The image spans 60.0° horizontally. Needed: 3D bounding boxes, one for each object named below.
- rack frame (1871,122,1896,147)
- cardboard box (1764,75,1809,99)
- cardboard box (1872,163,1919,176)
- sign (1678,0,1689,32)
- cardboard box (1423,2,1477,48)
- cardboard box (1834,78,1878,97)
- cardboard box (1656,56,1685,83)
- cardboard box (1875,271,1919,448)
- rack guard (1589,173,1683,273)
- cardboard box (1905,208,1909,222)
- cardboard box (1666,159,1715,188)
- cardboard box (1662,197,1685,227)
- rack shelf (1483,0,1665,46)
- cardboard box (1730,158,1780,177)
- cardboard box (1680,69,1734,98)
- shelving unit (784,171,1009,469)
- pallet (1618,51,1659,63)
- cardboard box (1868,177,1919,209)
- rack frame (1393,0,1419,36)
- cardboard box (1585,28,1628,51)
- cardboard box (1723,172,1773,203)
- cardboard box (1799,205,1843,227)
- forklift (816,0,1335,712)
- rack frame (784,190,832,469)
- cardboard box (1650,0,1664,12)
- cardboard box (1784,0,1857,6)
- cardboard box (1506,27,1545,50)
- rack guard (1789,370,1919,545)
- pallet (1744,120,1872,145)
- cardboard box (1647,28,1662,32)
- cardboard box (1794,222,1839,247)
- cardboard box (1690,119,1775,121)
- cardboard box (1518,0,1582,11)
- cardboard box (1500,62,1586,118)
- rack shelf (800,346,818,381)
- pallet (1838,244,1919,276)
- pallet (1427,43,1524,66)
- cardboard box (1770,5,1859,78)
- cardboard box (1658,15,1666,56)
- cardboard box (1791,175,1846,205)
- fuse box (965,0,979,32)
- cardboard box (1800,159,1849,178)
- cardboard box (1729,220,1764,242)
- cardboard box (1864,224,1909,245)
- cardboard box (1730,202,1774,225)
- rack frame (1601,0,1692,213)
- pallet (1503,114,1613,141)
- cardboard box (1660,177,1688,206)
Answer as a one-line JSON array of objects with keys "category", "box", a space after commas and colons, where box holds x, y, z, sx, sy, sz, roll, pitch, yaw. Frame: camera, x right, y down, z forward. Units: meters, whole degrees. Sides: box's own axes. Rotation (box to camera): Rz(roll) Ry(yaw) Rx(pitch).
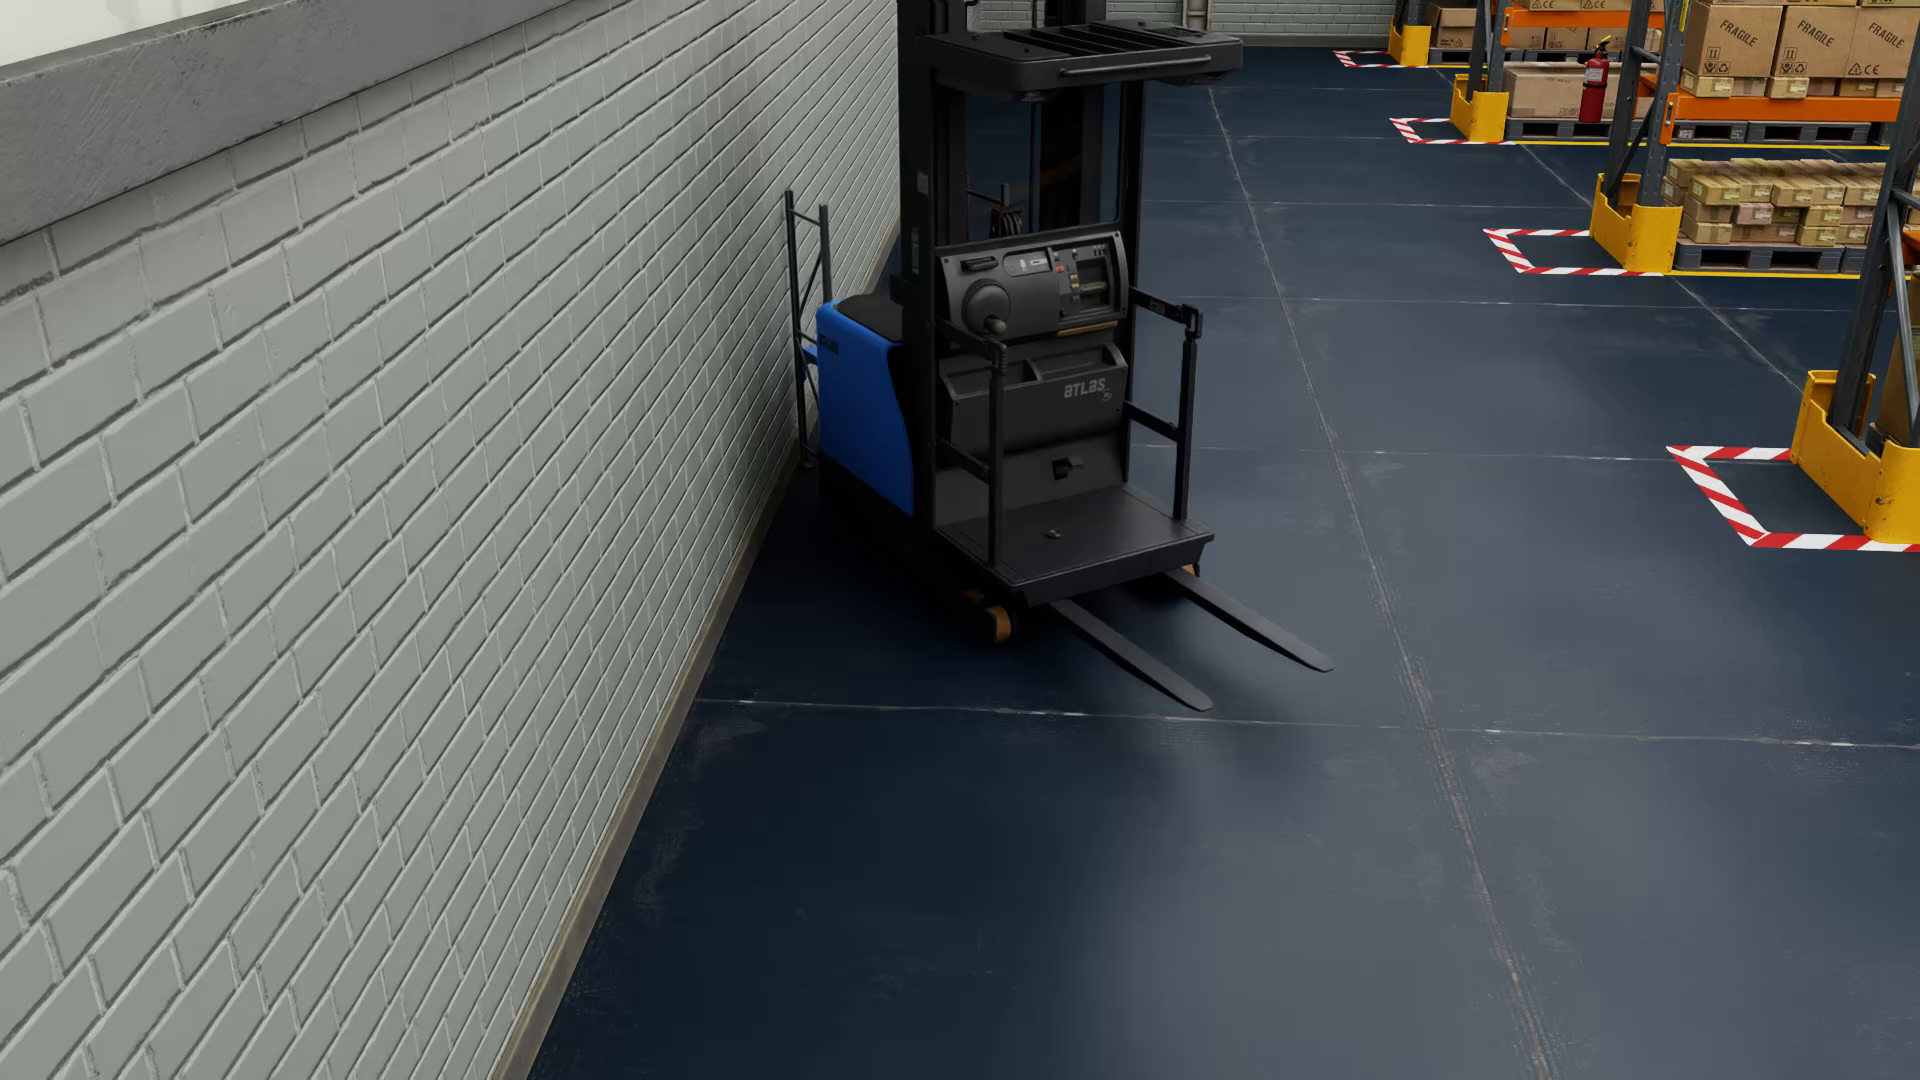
[{"category": "rack frame", "box": [9.502, -5.587, 16.804, 0.127, 3.000, 1.000, 2, 25, 4]}, {"category": "cardboard box", "box": [6.054, -3.366, 12.277, 0.250, 0.149, 0.380, 1, 25, 2]}, {"category": "cardboard box", "box": [7.340, -2.845, 13.040, 0.250, 0.149, 0.380, 2, 25, 4]}, {"category": "sign", "box": [5.194, -3.816, 11.919, 0.005, 0.325, 0.100, 2, 25, 4]}, {"category": "cardboard box", "box": [6.492, -6.782, 21.884, 0.637, 0.503, 0.797, 1, 25, 2]}, {"category": "cardboard box", "box": [6.592, -3.396, 12.342, 0.250, 0.149, 0.380, 2, 25, 3]}, {"category": "cardboard box", "box": [5.582, -3.642, 12.877, 0.250, 0.149, 0.380, 2, 25, 4]}, {"category": "cardboard box", "box": [5.399, -0.823, 8.490, 0.875, 0.875, 0.875, 2, 25, 4]}, {"category": "rack guard", "box": [5.311, -2.511, 13.108, 0.348, 0.500, 1.175, 2, 25, 4]}, {"category": "cardboard box", "box": [7.050, -2.539, 12.731, 0.250, 0.149, 0.380, 3, 25, 7]}, {"category": "cardboard box", "box": [5.782, -2.903, 13.168, 0.250, 0.149, 0.380, 2, 25, 5]}, {"category": "cardboard box", "box": [5.776, -2.614, 13.252, 0.250, 0.149, 0.380, 2, 25, 5]}, {"category": "rack shelf", "box": [7.507, -5.324, 17.093, 4.000, 0.370, 1.077, 2, 25, 4]}, {"category": "cardboard box", "box": [6.296, -2.916, 13.195, 0.250, 0.149, 0.380, 1, 25, 3]}, {"category": "cardboard box", "box": [5.533, -3.388, 12.324, 0.250, 0.149, 0.380, 2, 25, 4]}, {"category": "shelving unit", "box": [-0.314, -1.132, 8.891, 1.048, 1.500, 0.538, -12, 25, -25]}, {"category": "pallet", "box": [9.193, -6.411, 21.931, 1.213, 0.211, 1.003, 2, 25, 4]}, {"category": "cardboard box", "box": [7.045, -2.622, 12.557, 0.250, 0.149, 0.380, 2, 25, 5]}, {"category": "rack frame", "box": [5.890, -7.784, 21.578, 0.127, 3.000, 1.000, 2, 25, 4]}, {"category": "cardboard box", "box": [8.377, -6.703, 21.717, 0.500, 0.500, 0.700, 1, 25, 2]}, {"category": "cardboard box", "box": [6.016, -2.698, 12.721, 0.250, 0.149, 0.380, 2, 25, 5]}, {"category": "cardboard box", "box": [6.505, -2.499, 12.645, 0.250, 0.149, 0.380, 3, 25, 6]}, {"category": "forklift", "box": [0.444, -1.097, 7.129, 1.130, 2.935, 3.031, -14, 28, -27]}, {"category": "rack frame", "box": [-0.765, -1.034, 8.678, 0.032, 1.500, 0.500, -12, 25, -25]}, {"category": "cardboard box", "box": [6.982, -5.597, 16.706, 0.500, 0.500, 0.500, 2, 25, 4]}, {"category": "cardboard box", "box": [6.166, -4.145, 11.998, 0.500, 0.500, 0.500, 3, 25, 6]}, {"category": "cardboard box", "box": [7.341, -6.737, 21.790, 0.500, 0.500, 0.700, 3, 25, 6]}, {"category": "rack guard", "box": [4.731, -0.450, 8.630, 0.348, 0.500, 1.175, 2, 25, 4]}, {"category": "pallet", "box": [8.749, -4.377, 17.510, 1.213, 0.211, 1.003, 2, 25, 4]}, {"category": "cardboard box", "box": [9.237, -6.745, 22.034, 0.500, 0.311, 0.500, 3, 25, 6]}, {"category": "cardboard box", "box": [6.495, -2.361, 12.701, 0.250, 0.149, 0.380, 2, 25, 5]}, {"category": "cardboard box", "box": [7.991, -4.707, 17.454, 0.875, 0.438, 0.875, 1, 25, 2]}, {"category": "cardboard box", "box": [5.970, -5.625, 16.767, 0.500, 0.500, 0.500, 2, 25, 4]}, {"category": "cardboard box", "box": [6.179, -4.762, 17.574, 0.875, 0.438, 0.875, 1, 25, 2]}, {"category": "rack shelf", "box": [-0.311, -0.966, 8.960, 1.000, 0.185, 0.538, -12, 25, -25]}, {"category": "pallet", "box": [7.331, -2.299, 12.993, 1.213, 0.211, 1.003, 2, 25, 4]}, {"category": "pallet", "box": [6.760, -6.489, 22.101, 1.213, 0.211, 1.003, 2, 25, 4]}, {"category": "cardboard box", "box": [6.197, -3.693, 12.212, 0.500, 0.500, 0.500, 2, 25, 4]}, {"category": "cardboard box", "box": [5.703, -3.922, 12.710, 0.500, 0.500, 0.500, 2, 25, 5]}, {"category": "cardboard box", "box": [6.511, -2.663, 12.645, 0.250, 0.149, 0.380, 1, 25, 1]}, {"category": "fuse box", "box": [0.196, -6.171, 19.615, 0.414, 1.711, 0.539, 2, 25, 4]}, {"category": "cardboard box", "box": [6.822, -2.896, 13.152, 0.250, 0.149, 0.380, 3, 25, 6]}, {"category": "cardboard box", "box": [6.000, -2.420, 12.829, 0.250, 0.149, 0.380, 2, 25, 4]}, {"category": "cardboard box", "box": [6.998, -2.348, 12.673, 0.250, 0.149, 0.380, 1, 25, 1]}, {"category": "cardboard box", "box": [6.007, -2.523, 12.698, 0.250, 0.149, 0.380, 2, 25, 4]}, {"category": "rack frame", "box": [5.235, -3.649, 12.591, 0.127, 3.000, 1.000, 2, 25, 4]}, {"category": "pallet", "box": [6.317, -4.455, 17.680, 1.213, 0.211, 1.003, 2, 25, 4]}, {"category": "cardboard box", "box": [5.783, -2.782, 13.259, 0.250, 0.149, 0.380, 1, 25, 3]}]
